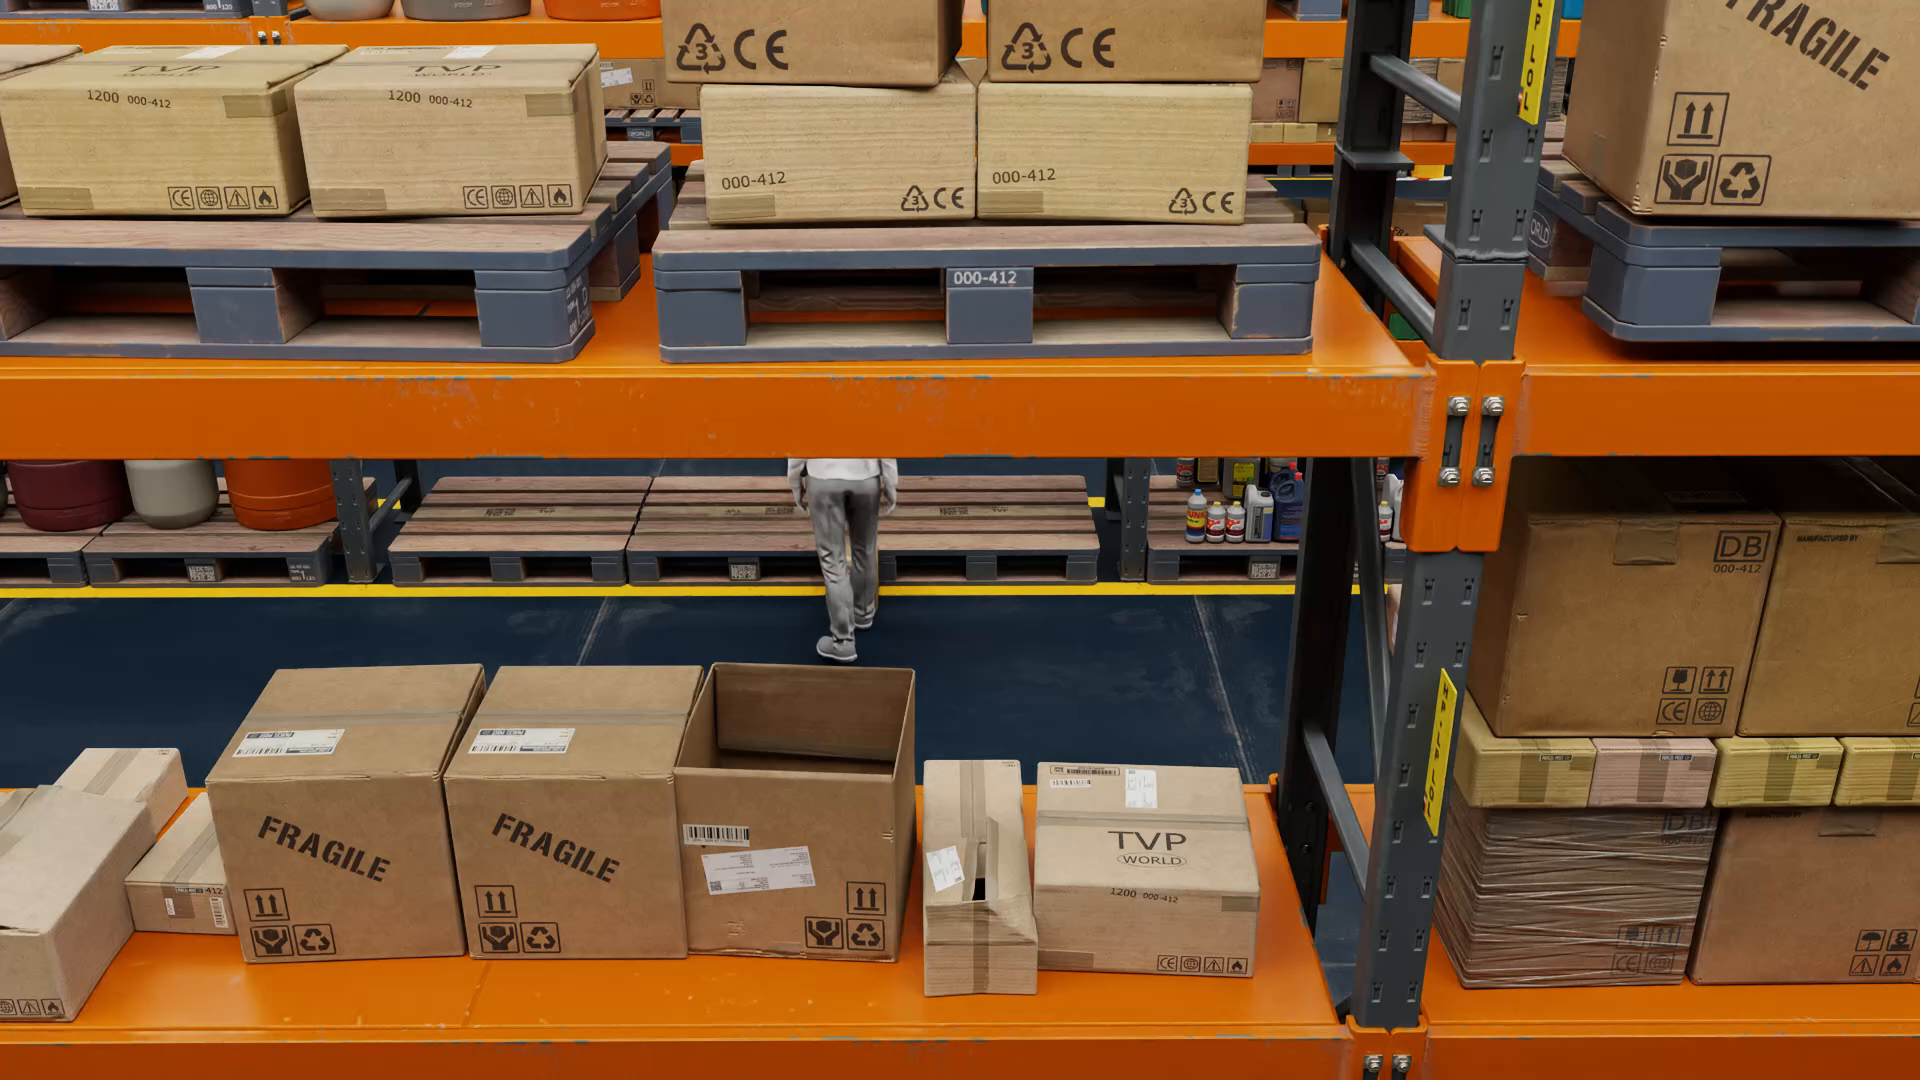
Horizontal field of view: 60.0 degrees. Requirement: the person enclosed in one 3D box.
[{"bbox_3d":[-0.554,-0.290,7.708,0.500,1.663,0.658,-5,25,-11],"label":"person"}]
